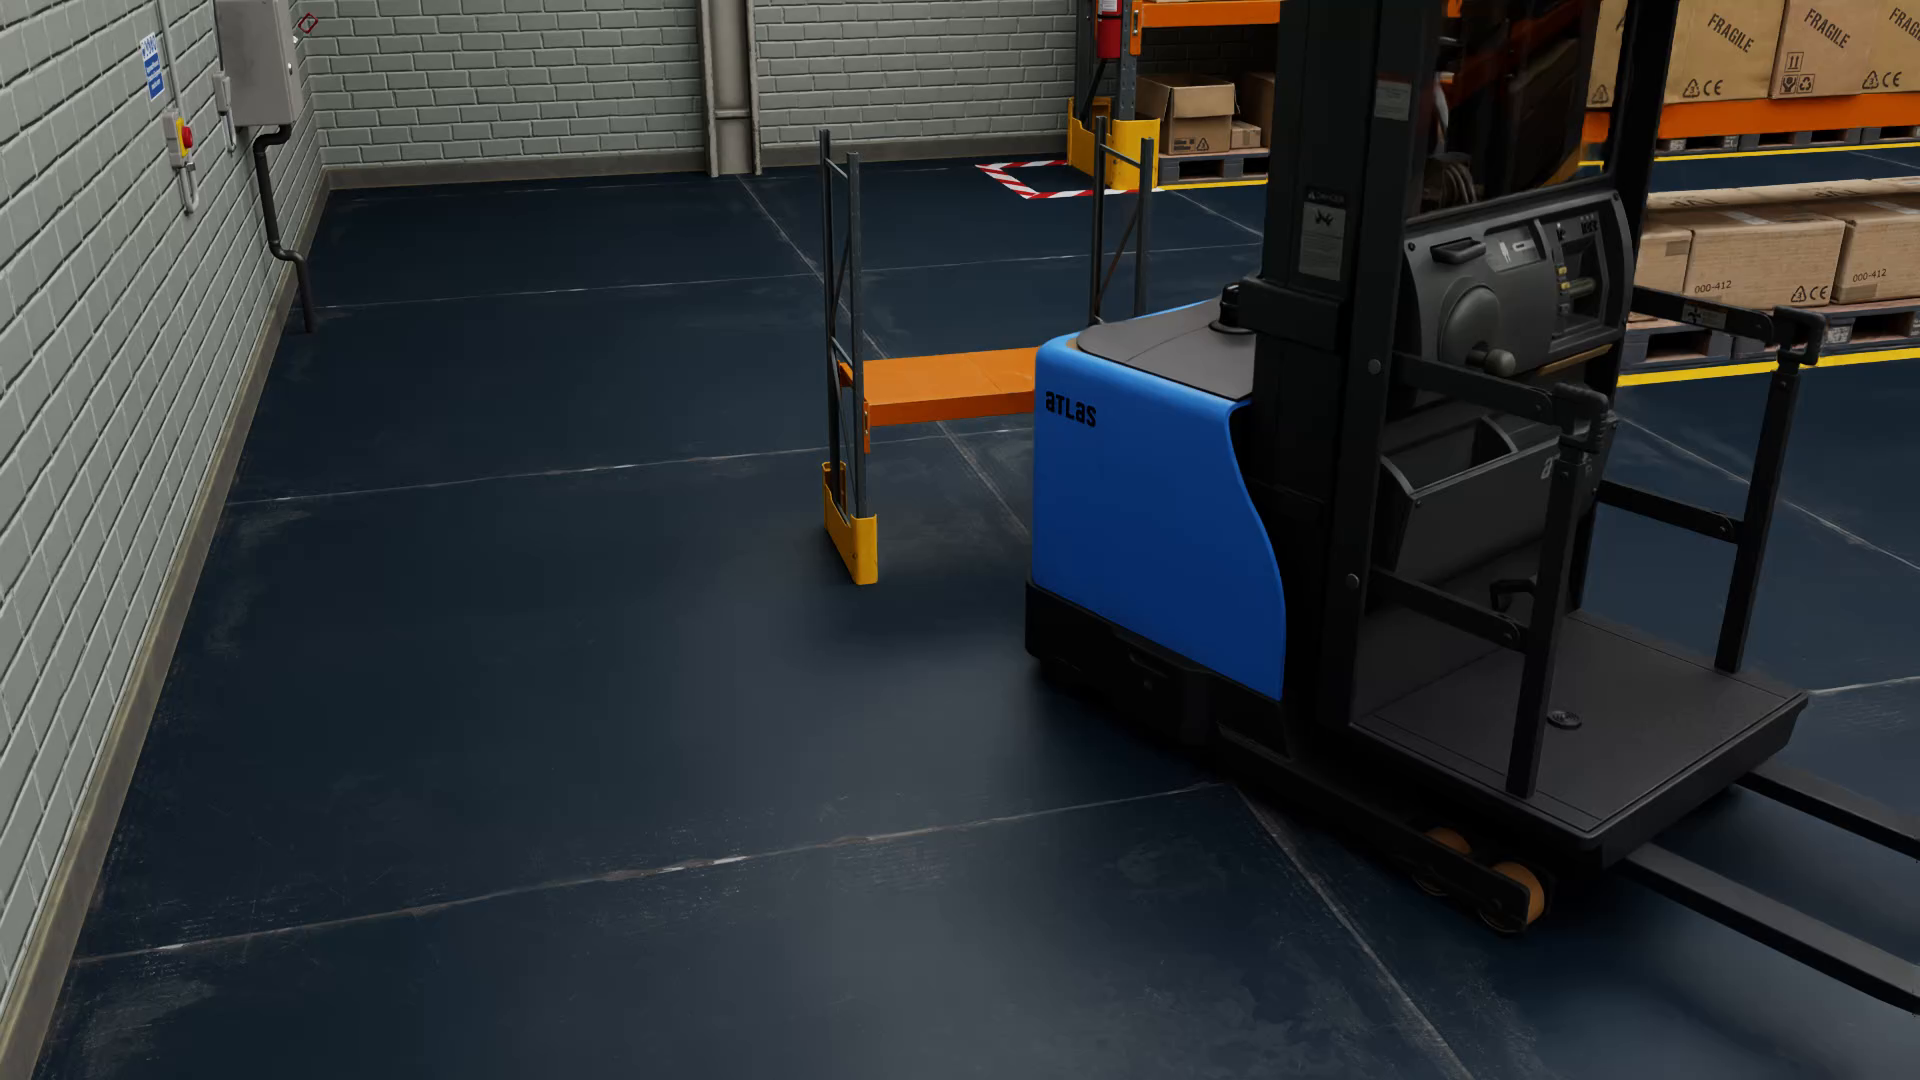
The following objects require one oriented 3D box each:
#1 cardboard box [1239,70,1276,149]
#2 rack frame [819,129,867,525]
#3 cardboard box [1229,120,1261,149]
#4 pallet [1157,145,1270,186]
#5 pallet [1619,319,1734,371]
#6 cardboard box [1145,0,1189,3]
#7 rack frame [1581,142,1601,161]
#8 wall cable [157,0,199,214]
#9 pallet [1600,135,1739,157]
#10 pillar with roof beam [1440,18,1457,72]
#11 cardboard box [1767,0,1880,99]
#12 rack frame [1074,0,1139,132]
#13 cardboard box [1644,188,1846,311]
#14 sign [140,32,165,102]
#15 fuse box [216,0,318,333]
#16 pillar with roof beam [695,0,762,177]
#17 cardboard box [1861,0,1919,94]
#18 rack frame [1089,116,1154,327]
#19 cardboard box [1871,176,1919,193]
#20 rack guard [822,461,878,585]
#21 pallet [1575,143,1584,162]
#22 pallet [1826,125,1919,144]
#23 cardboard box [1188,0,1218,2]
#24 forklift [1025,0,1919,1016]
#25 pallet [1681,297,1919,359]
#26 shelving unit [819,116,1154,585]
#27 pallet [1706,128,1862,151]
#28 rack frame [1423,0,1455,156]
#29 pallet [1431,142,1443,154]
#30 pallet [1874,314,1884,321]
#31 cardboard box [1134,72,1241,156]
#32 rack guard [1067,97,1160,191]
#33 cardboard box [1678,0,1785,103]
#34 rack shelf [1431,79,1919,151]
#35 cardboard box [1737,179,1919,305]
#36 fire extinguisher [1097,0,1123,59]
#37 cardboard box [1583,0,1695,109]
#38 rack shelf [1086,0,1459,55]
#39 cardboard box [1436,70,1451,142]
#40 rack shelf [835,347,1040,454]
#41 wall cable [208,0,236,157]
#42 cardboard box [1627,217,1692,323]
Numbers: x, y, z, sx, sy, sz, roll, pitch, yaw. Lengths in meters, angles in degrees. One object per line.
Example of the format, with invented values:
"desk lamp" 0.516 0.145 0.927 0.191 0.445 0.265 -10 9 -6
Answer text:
"cardboard box" 2.532 -3.329 12.841 0.500 0.500 0.700 -5 24 -12
"rack frame" -0.407 -0.644 5.849 0.032 1.500 0.500 -6 24 -14
"cardboard box" 2.118 -3.121 12.803 0.250 0.149 0.380 -7 24 -16
"pallet" 1.924 -2.991 12.953 1.213 0.211 1.003 -6 24 -14
"pallet" 3.177 -1.128 8.612 1.213 0.211 1.003 -6 24 -14
"cardboard box" 1.474 -3.994 12.073 0.250 0.149 0.380 -6 24 -15
"rack frame" 4.935 -4.605 13.178 0.127 3.000 1.000 -6 24 -14
"wall cable" -2.995 -2.167 6.167 0.123 1.953 0.585 -6 24 -14
"pallet" 5.708 -3.424 13.963 1.213 0.211 1.003 -6 24 -14
"pillar with roof beam" 5.184 -5.995 8.811 0.400 9.000 9.100 -6 24 -14
"cardboard box" 3.942 -2.395 7.900 0.500 0.500 0.500 -6 24 -15
"rack frame" 1.083 -4.179 12.185 0.127 3.000 1.000 -6 24 -14
"cardboard box" 3.915 -1.519 8.703 0.875 0.438 0.875 -6 24 -13
"sign" -3.041 -1.785 6.262 0.001 0.218 0.327 -6 24 -14
"fuse box" -3.422 -1.906 8.523 0.414 1.711 0.539 -6 24 -14
"pillar with roof beam" -0.593 -5.356 7.321 0.400 9.000 9.100 -6 24 -14
"cardboard box" 4.419 -2.454 8.039 0.500 0.500 0.500 -6 24 -13
"rack frame" 0.572 -0.752 6.102 0.032 1.500 0.500 -6 24 -14
"cardboard box" 5.646 -1.710 9.149 0.875 0.438 0.875 -7 24 -15
"rack guard" -0.406 -0.070 6.096 0.087 0.250 0.587 -6 24 -14
"pallet" 4.273 -3.251 13.558 1.213 0.211 1.003 -6 24 -14
"pallet" 8.057 -3.684 14.569 1.213 0.211 1.003 -6 24 -14
"cardboard box" 1.706 -4.039 12.178 0.250 0.149 0.380 -6 24 -13
"forklift" 1.534 -0.621 3.979 1.130 2.935 3.031 -18 29 -36
"pallet" 4.349 -1.257 8.911 1.213 0.211 1.003 -6 24 -14
"shelving unit" 0.073 -0.697 5.973 1.083 1.500 0.587 -6 24 -14
"pallet" 6.885 -3.556 14.269 1.213 0.211 1.003 -6 24 -14
"rack frame" 2.428 -2.295 7.794 0.127 3.000 1.000 -6 24 -14
"pallet" 3.096 -3.119 13.252 1.213 0.211 1.003 -6 24 -14
"pallet" 5.526 -1.388 9.217 1.213 0.211 1.003 -6 24 -14
"cardboard box" 1.698 -3.254 12.662 0.637 0.503 0.797 -7 24 -16
"rack guard" 1.157 -3.038 12.697 0.348 0.500 1.175 -6 24 -14
"cardboard box" 3.447 -2.347 7.790 0.500 0.500 0.500 -7 24 -15
"rack shelf" 4.354 -2.177 8.432 4.000 0.370 1.077 -6 24 -14
"cardboard box" 4.784 -1.615 8.926 0.875 0.438 0.875 -7 24 -16
"fire extinguisher" 1.067 -3.781 11.828 0.183 0.674 0.296 -6 24 -14
"cardboard box" 2.968 -2.283 7.639 0.500 0.500 0.500 -7 24 -15
"rack shelf" 3.009 -4.061 12.823 4.000 0.370 1.077 -6 24 -14
"cardboard box" 3.531 -3.439 13.099 0.500 0.500 0.700 -7 24 -16
"rack shelf" 0.082 -0.533 6.046 1.000 0.185 0.538 -6 24 -14
"wall cable" -3.389 -2.689 7.425 0.122 1.984 0.588 -6 24 -14
"cardboard box" 3.036 -1.419 8.469 0.875 0.438 0.875 -7 24 -16
